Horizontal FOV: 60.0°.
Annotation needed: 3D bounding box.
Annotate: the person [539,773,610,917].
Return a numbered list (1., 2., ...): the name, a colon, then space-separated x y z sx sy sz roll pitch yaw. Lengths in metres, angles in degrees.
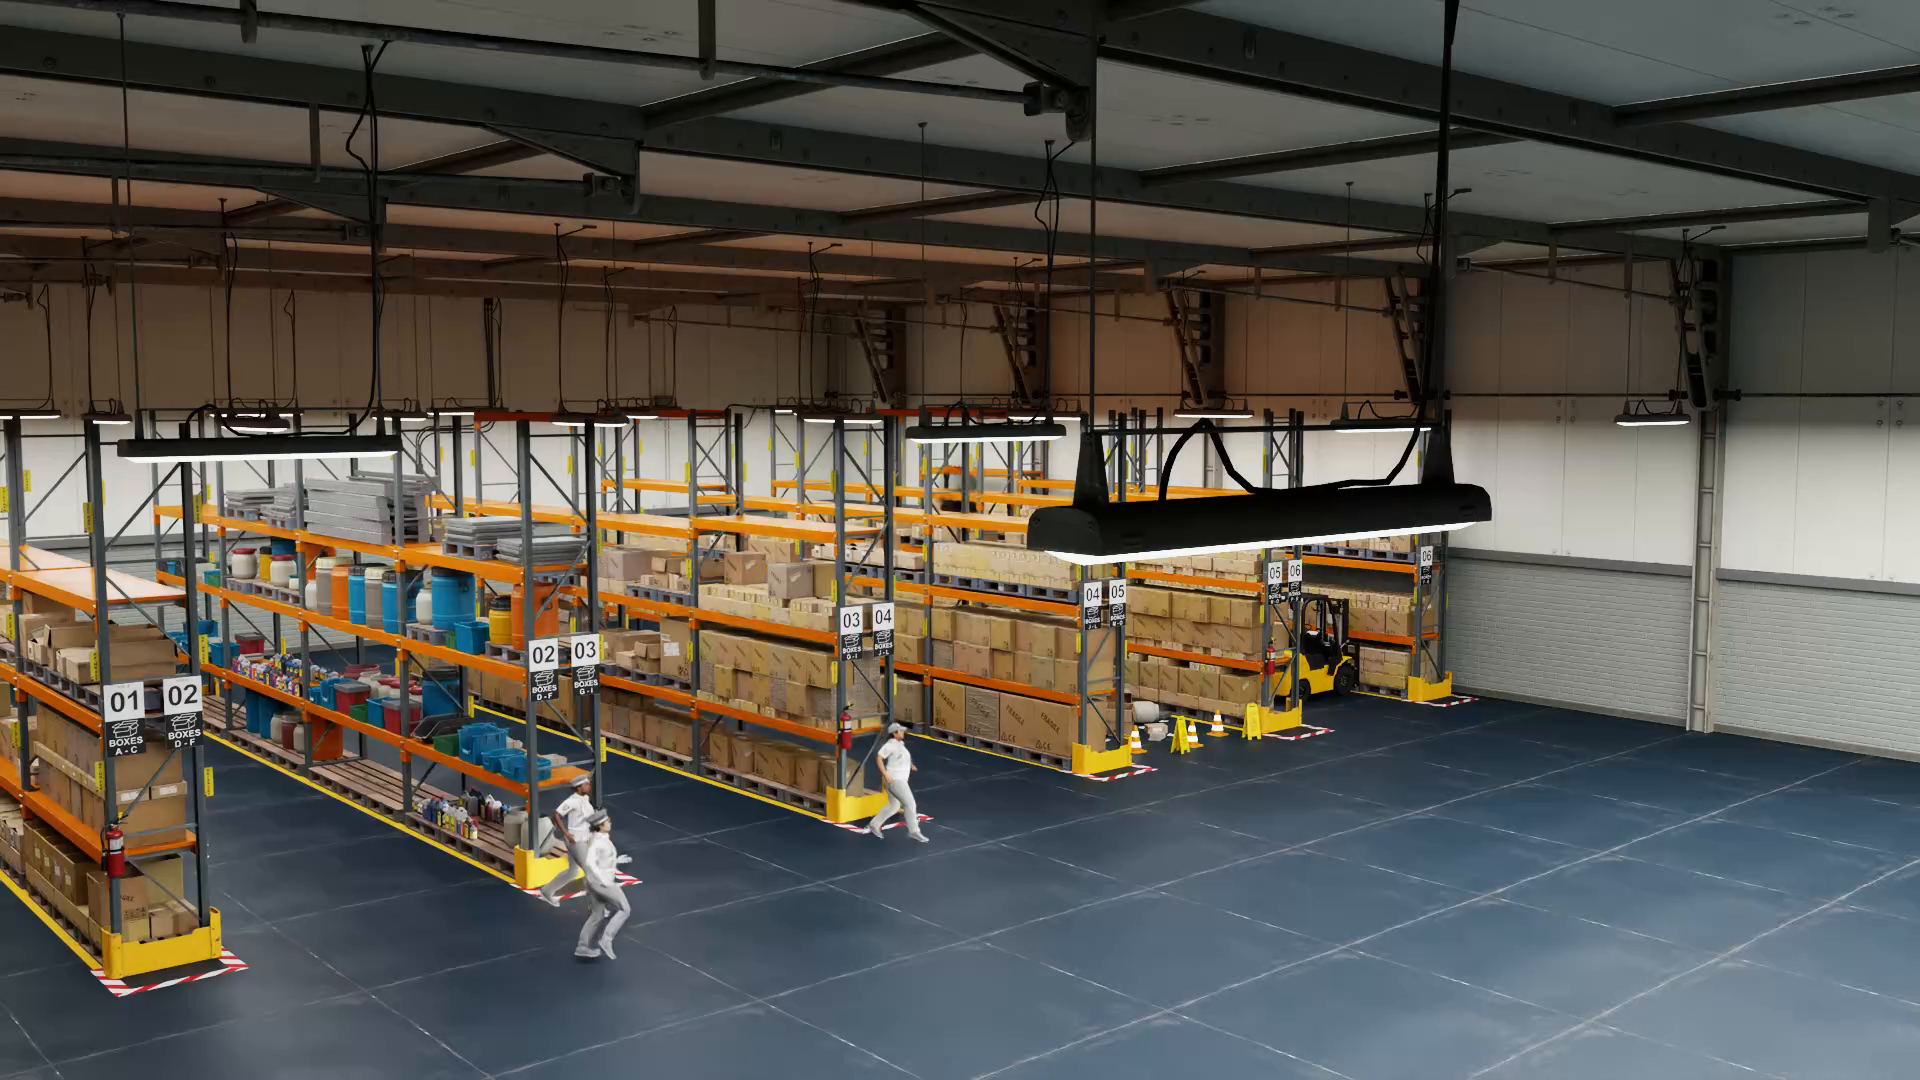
1. person: -4.702 3.710 20.399 0.914 1.701 0.619 0 5 3

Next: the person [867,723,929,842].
1. person: -0.876 3.428 23.629 0.890 1.657 0.612 0 5 4

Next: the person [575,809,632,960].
1. person: -3.987 3.859 18.635 0.683 1.704 0.587 -2 6 -26

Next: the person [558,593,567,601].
1. person: -9.589 2.009 39.833 0.779 1.702 0.784 1 5 11
